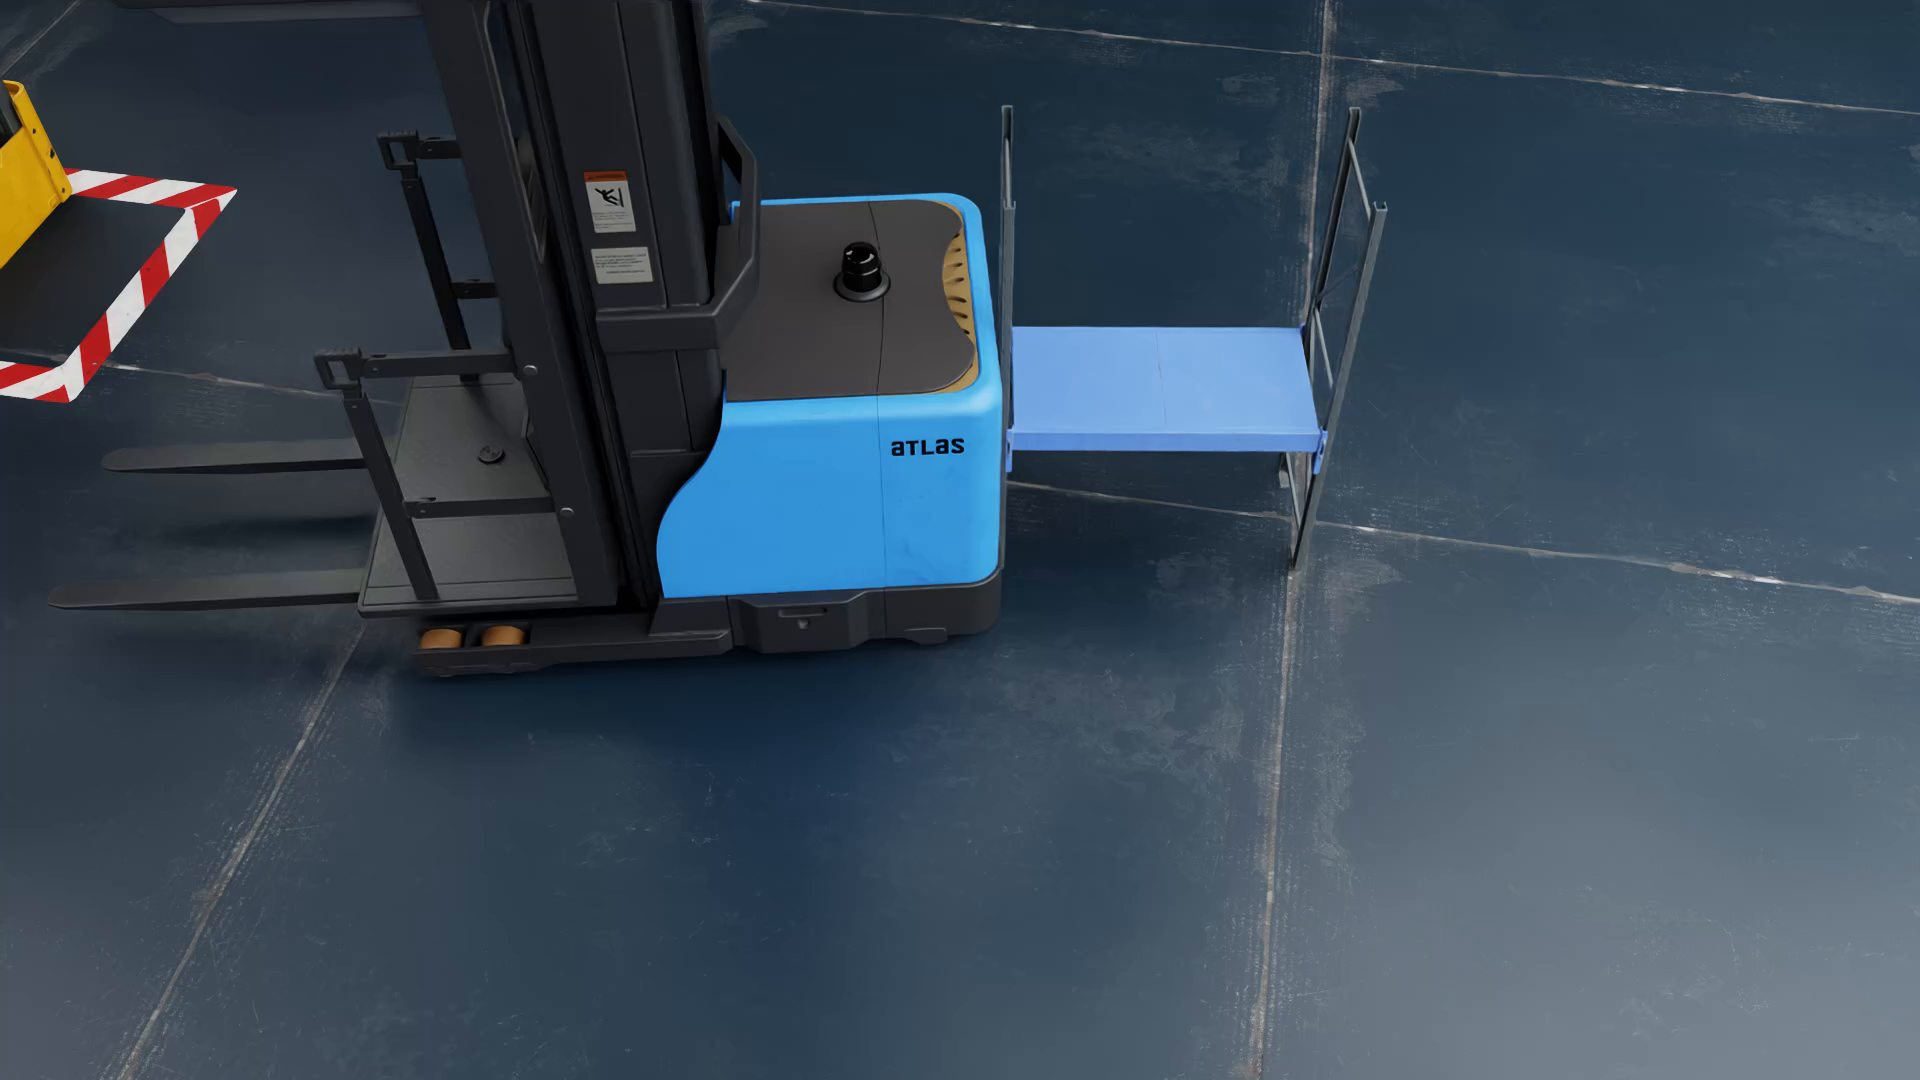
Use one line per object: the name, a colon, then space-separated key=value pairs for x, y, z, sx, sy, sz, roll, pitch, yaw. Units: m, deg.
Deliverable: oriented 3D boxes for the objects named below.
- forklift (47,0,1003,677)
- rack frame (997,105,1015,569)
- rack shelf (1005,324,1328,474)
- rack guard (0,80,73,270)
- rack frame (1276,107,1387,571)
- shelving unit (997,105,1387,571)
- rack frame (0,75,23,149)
forklift: x=-1.405 y=-0.949 z=4.632 sx=3.031 sy=2.935 sz=1.130 roll=-3 pitch=48 yaw=-2
rack frame: x=0.137 y=-0.589 z=5.271 sx=0.032 sy=1.500 sz=0.500 roll=0 pitch=48 yaw=0
rack shelf: x=0.646 y=-0.466 z=5.402 sx=1.000 sy=0.185 sz=0.538 roll=0 pitch=48 yaw=0
rack guard: x=-4.043 y=-1.279 z=6.563 sx=0.348 sy=0.500 sz=1.175 roll=8 pitch=49 yaw=7
rack frame: x=1.154 y=-0.583 z=5.266 sx=0.032 sy=1.500 sz=0.500 roll=0 pitch=48 yaw=0
shelving unit: x=0.646 y=-0.586 z=5.268 sx=1.048 sy=1.500 sz=0.538 roll=0 pitch=48 yaw=0
rack frame: x=-3.968 y=-2.105 z=5.624 sx=0.127 sy=3.000 sz=1.000 roll=8 pitch=49 yaw=7
